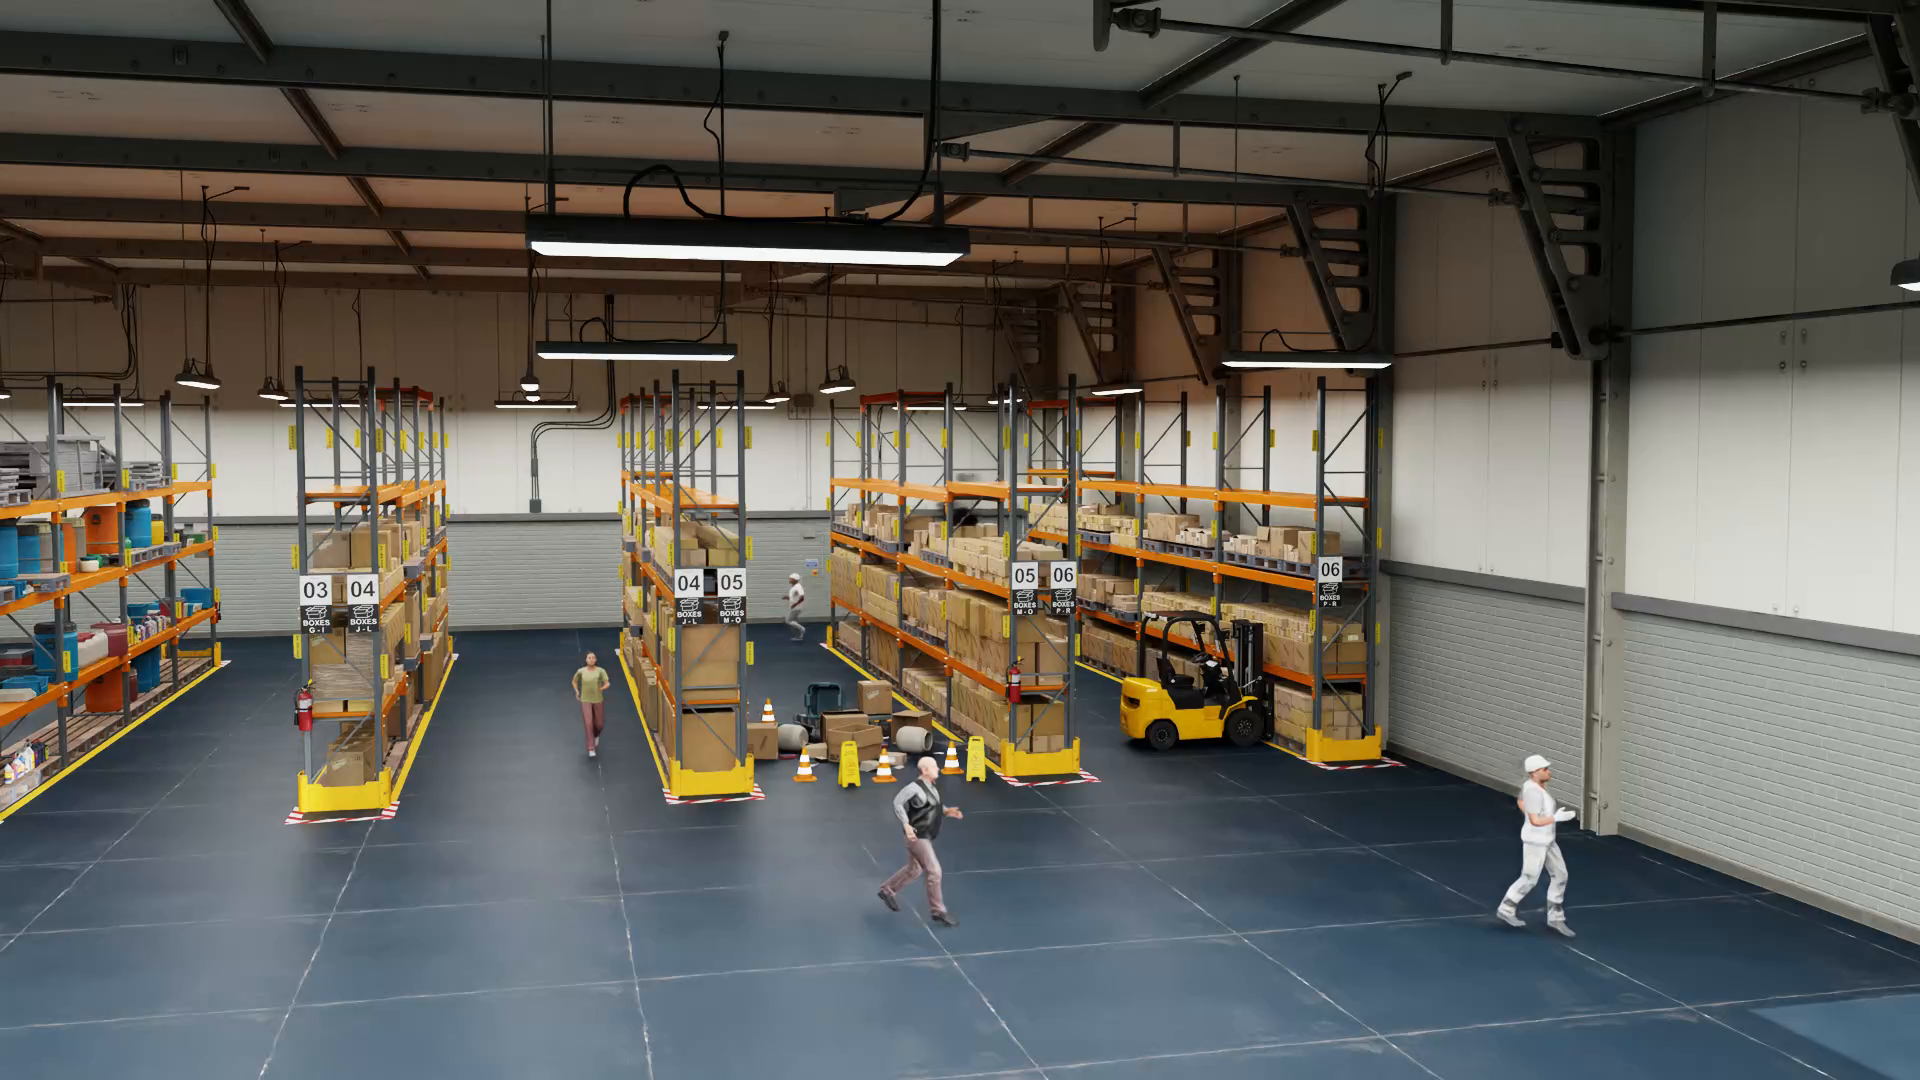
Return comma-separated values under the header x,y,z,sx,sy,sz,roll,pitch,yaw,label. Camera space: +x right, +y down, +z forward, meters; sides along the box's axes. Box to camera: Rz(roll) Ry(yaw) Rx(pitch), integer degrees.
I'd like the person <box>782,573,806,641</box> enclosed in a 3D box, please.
x,y,z,sx,sy,sz,roll,pitch,yaw,label
-4.135,1.674,41.416,0.601,1.706,0.716,0,3,-7,person

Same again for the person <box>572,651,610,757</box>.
x,y,z,sx,sy,sz,roll,pitch,yaw,label
-5.889,2.590,26.573,0.589,1.641,0.868,-1,4,-17,person

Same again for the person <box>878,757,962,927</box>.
x,y,z,sx,sy,sz,roll,pitch,yaw,label
-0.439,3.108,17.307,0.953,1.731,0.617,1,4,19,person

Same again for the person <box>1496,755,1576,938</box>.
x,y,z,sx,sy,sz,roll,pitch,yaw,label
5.844,3.088,16.830,0.765,1.831,0.632,2,4,33,person
